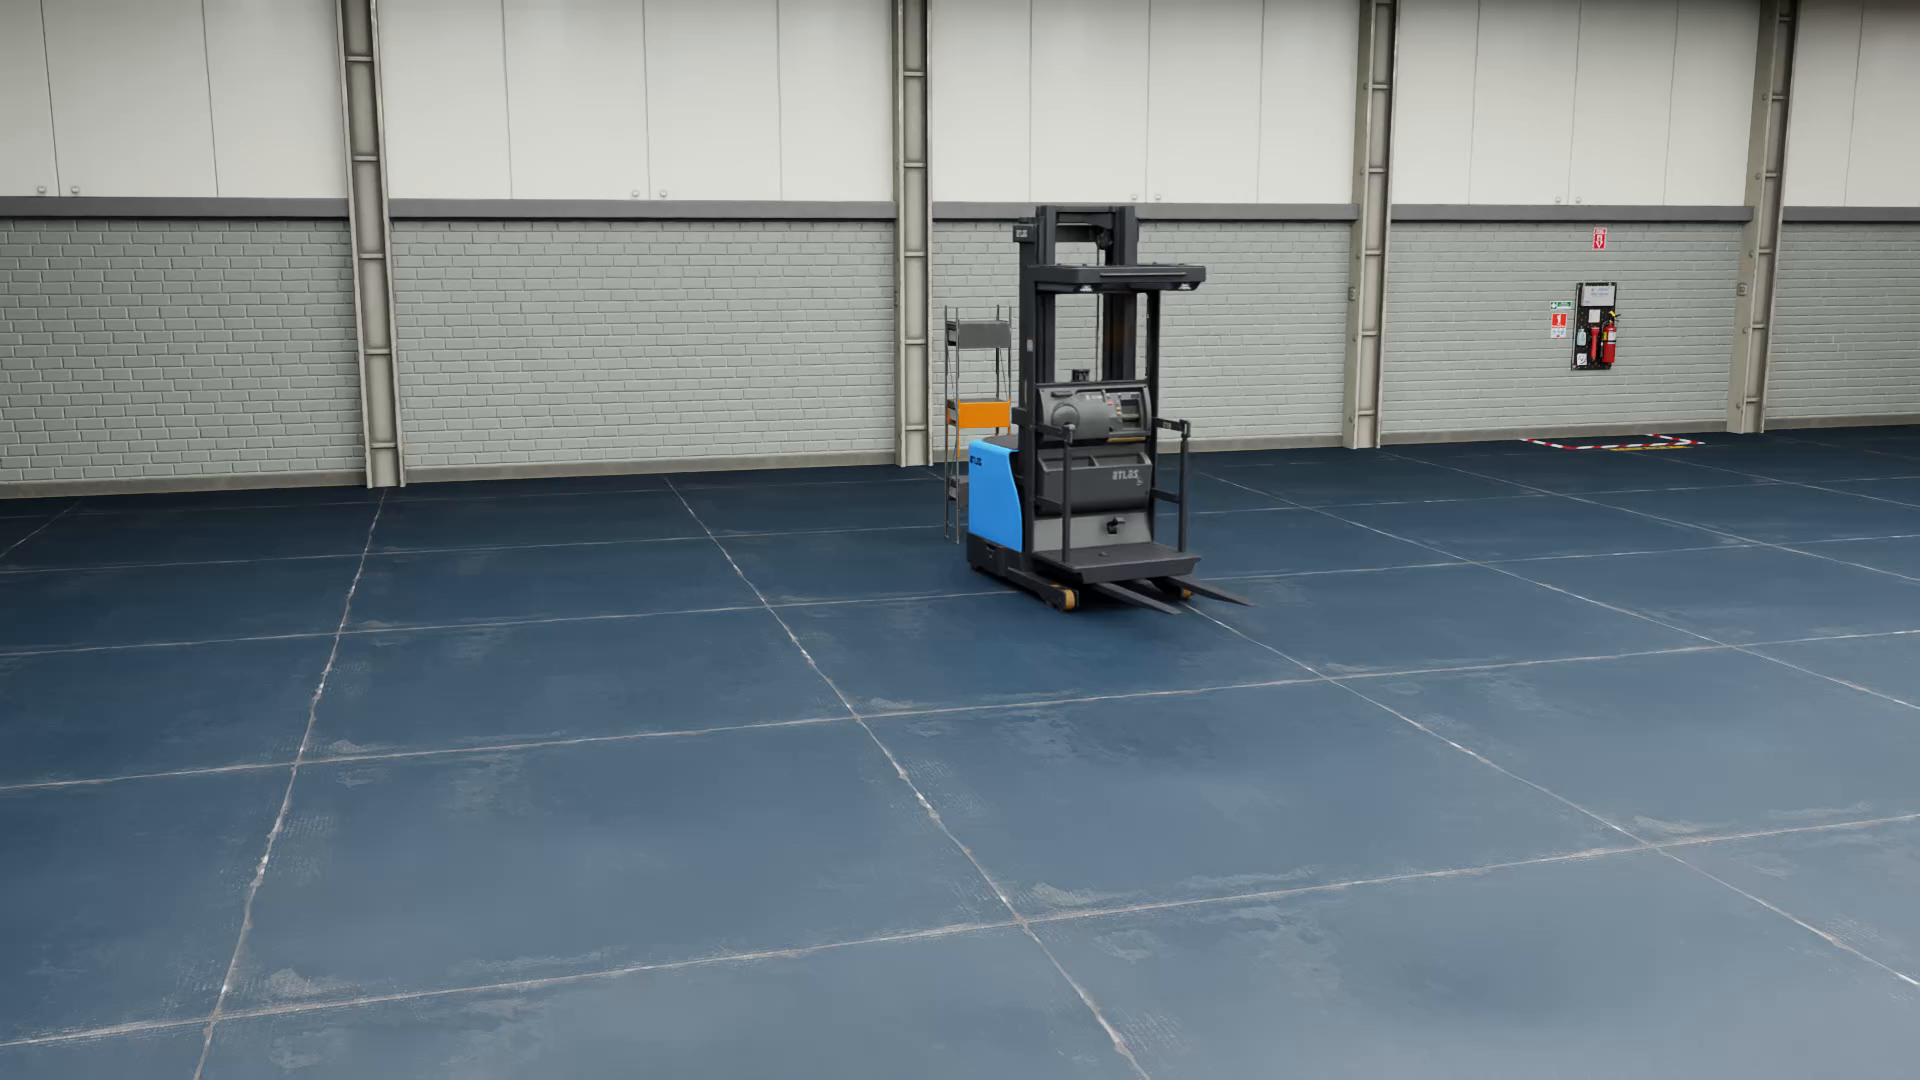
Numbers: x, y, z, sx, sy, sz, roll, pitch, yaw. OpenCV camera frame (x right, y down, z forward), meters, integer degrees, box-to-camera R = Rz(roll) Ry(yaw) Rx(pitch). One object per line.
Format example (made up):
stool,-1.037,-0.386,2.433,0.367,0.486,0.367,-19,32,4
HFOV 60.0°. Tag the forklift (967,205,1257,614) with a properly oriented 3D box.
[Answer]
forklift,1.118,-1.005,12.412,1.130,2.935,3.031,-5,11,-24

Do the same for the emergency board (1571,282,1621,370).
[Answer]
emergency board,8.586,-2.869,22.346,0.643,1.169,0.194,-3,11,-16

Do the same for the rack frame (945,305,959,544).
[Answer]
rack frame,-0.075,-1.029,14.835,0.015,2.100,0.400,-3,11,-16

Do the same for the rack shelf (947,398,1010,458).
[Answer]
rack shelf,0.159,-1.028,14.904,0.480,0.518,0.431,-3,11,-16

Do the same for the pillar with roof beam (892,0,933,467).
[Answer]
pillar with roof beam,0.651,-4.582,15.082,0.400,9.000,9.100,-3,11,-16

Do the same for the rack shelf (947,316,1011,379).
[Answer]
rack shelf,0.159,-1.716,14.778,0.480,0.518,0.431,-3,11,-16

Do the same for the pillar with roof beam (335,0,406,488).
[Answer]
pillar with roof beam,-5.110,-4.279,13.433,0.400,9.000,9.100,-3,11,-16

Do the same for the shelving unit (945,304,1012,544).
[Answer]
shelving unit,0.159,-1.041,14.902,0.503,2.100,0.431,-3,11,-16

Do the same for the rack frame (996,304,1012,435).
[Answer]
rack frame,0.393,-1.053,14.969,0.015,2.100,0.400,-3,11,-16

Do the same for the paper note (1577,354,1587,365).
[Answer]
paper note,8.396,-2.439,22.442,0.142,0.148,0.016,-3,11,-16

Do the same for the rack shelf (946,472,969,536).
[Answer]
rack shelf,0.159,-0.339,15.031,0.480,0.518,0.431,-3,11,-16

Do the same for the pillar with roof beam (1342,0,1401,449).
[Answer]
pillar with roof beam,6.411,-4.886,16.732,0.400,9.000,9.100,-3,11,-16

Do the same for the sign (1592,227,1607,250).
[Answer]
sign,8.550,-4.026,22.228,0.199,0.298,0.001,-3,11,-16

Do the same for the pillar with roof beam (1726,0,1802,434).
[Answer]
pillar with roof beam,12.172,-5.189,18.381,0.400,9.000,9.100,-3,11,-16

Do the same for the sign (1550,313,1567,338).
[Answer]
sign,8.026,-2.876,22.288,0.234,0.329,0.001,-3,11,-16

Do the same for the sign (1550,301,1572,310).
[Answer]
sign,8.033,-3.136,22.233,0.331,0.109,0.001,-3,11,-16
